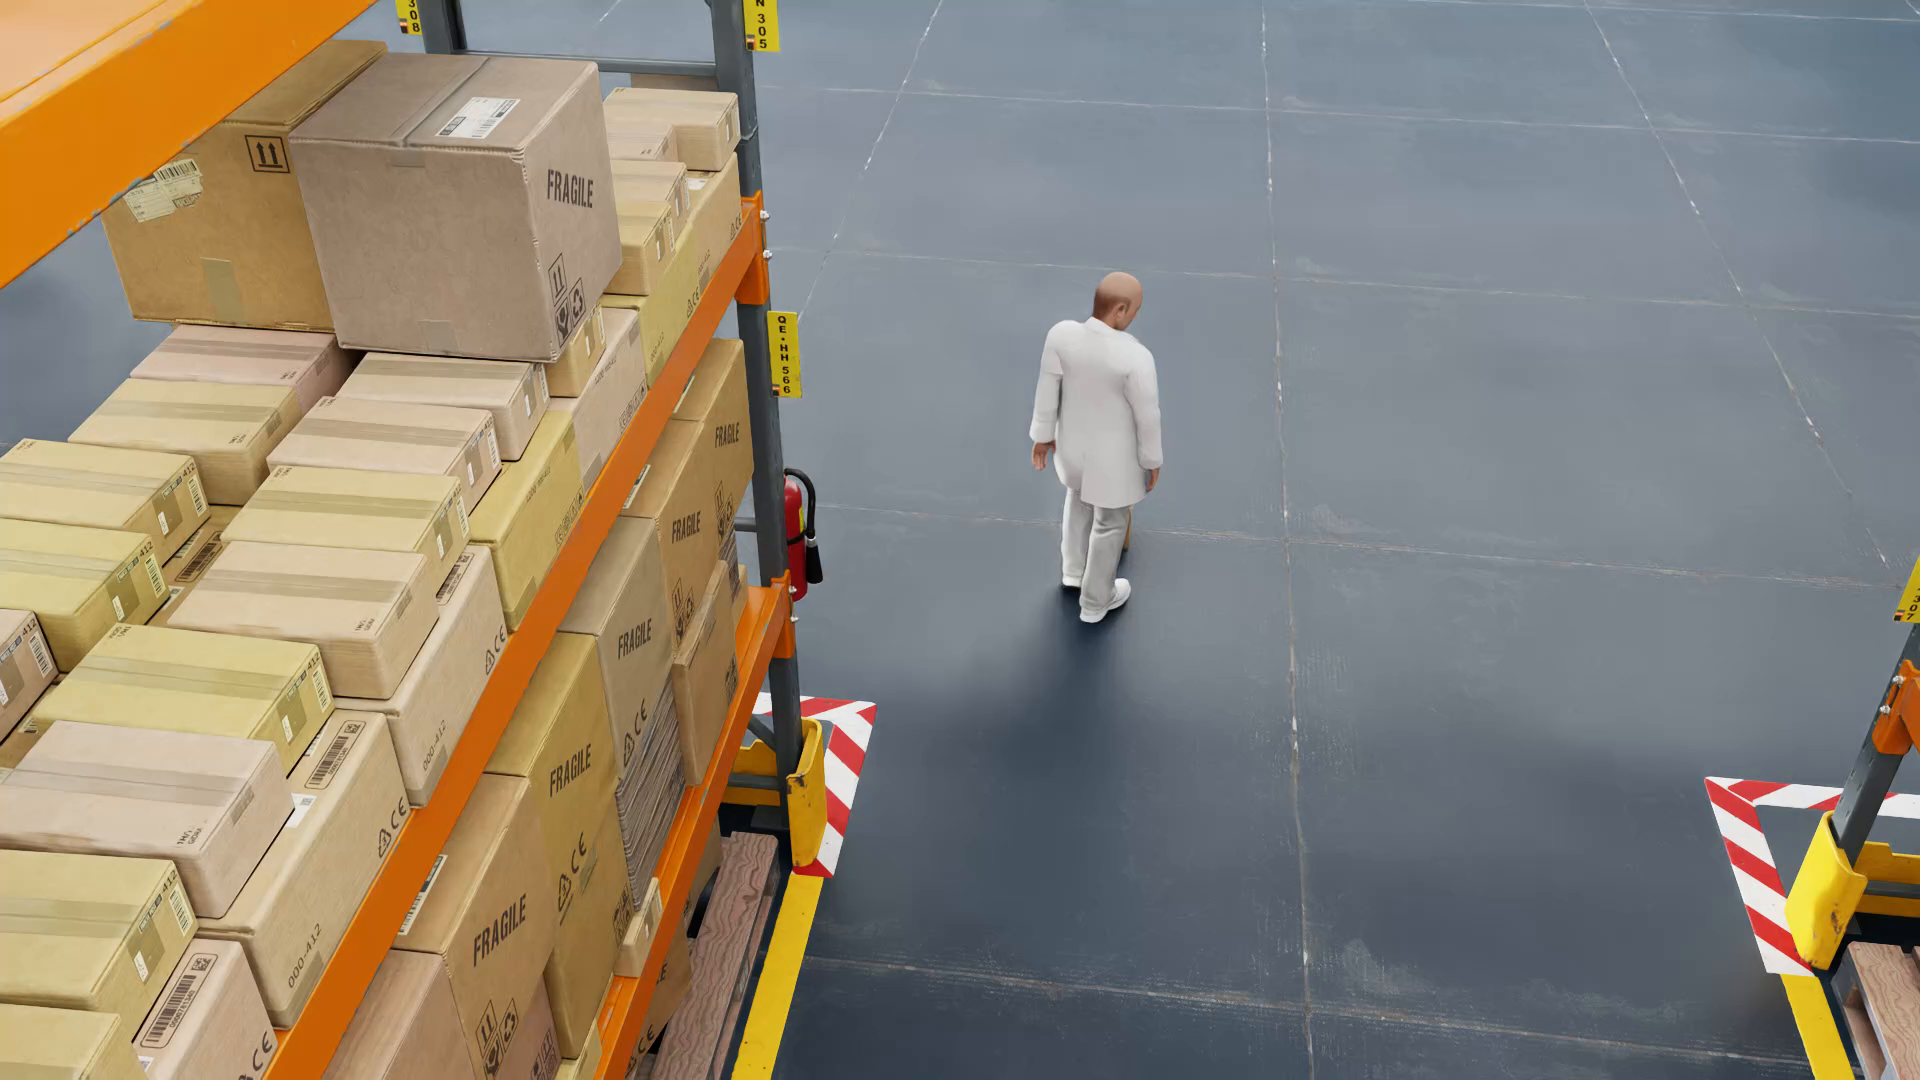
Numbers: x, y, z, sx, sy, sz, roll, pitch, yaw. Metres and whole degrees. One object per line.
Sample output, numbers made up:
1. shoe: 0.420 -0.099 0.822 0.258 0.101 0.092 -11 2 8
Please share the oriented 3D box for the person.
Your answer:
1. person: 0.659 -0.402 7.642 0.621 1.845 0.428 21 41 26
